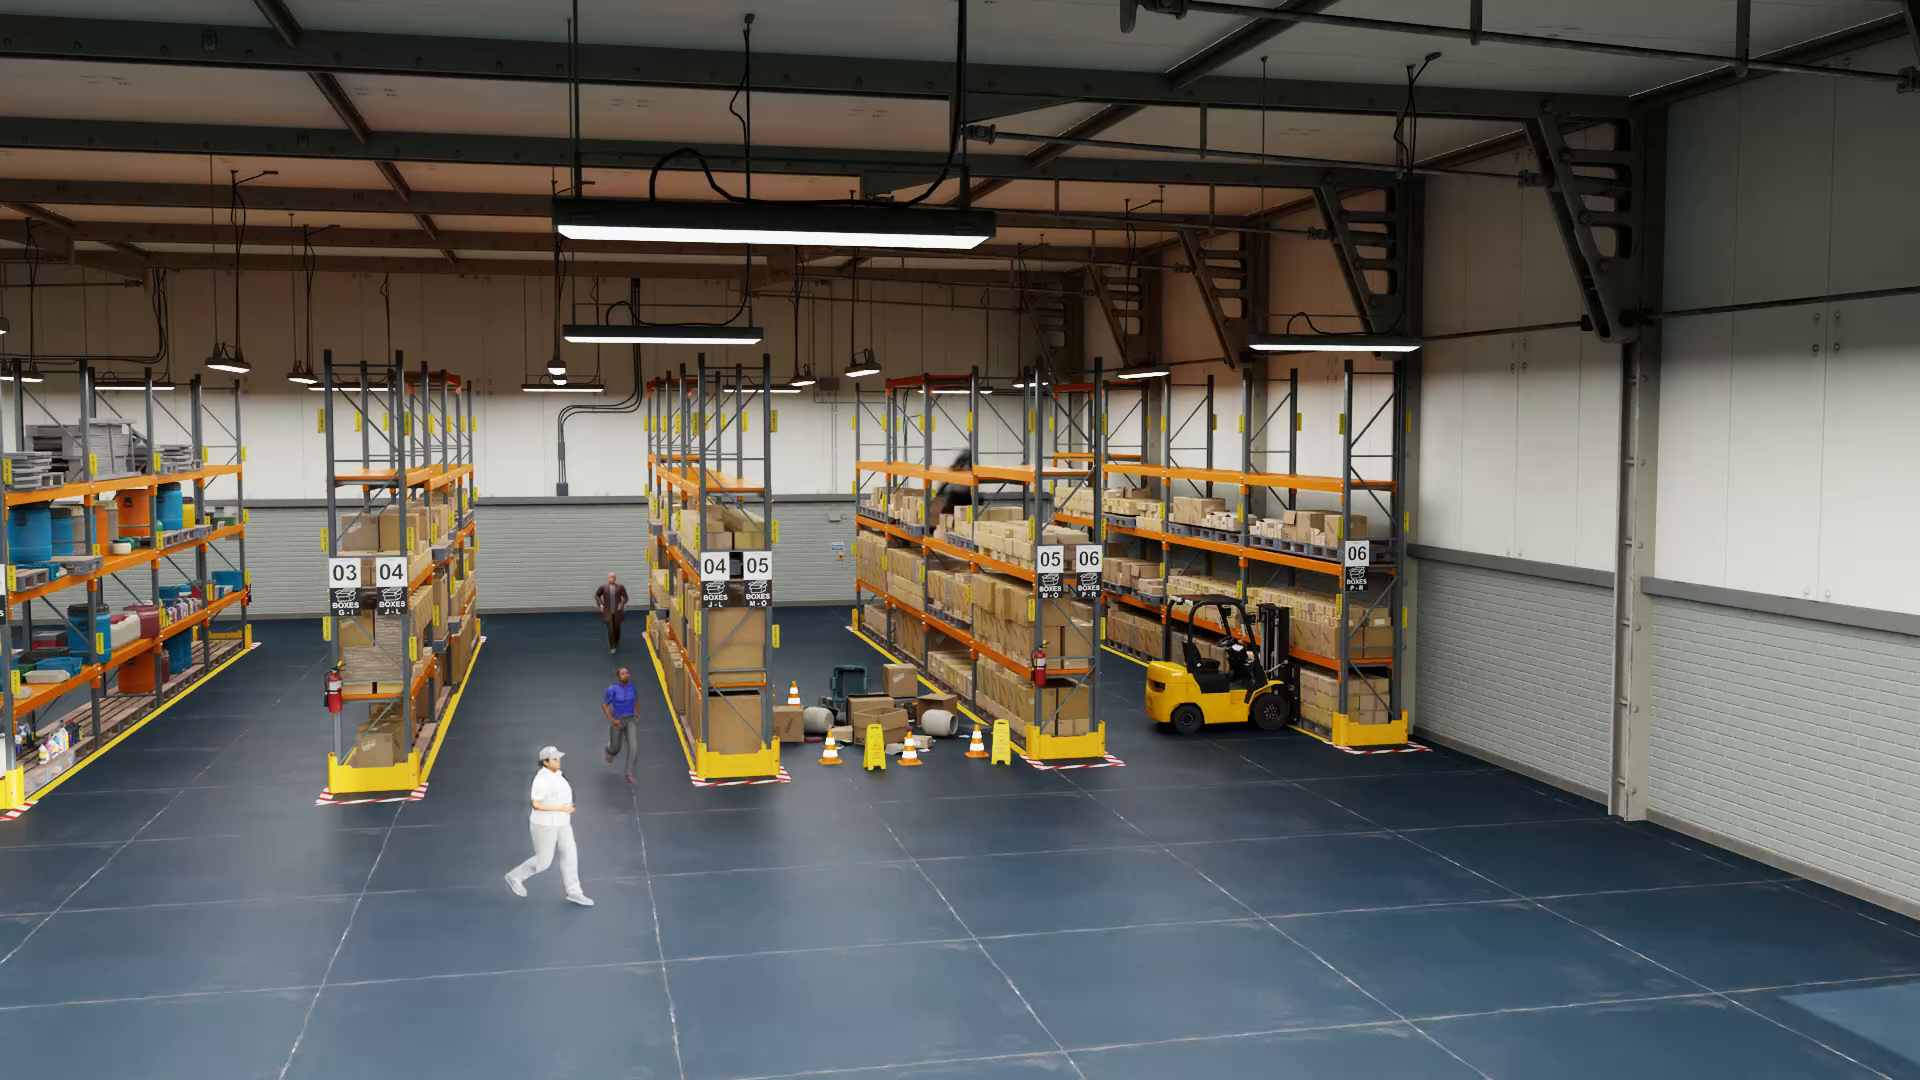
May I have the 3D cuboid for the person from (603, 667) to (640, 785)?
[{"bbox_3d":[-4.763,2.542,23.439,0.568,1.534,0.711,-2,5,-30],"label":"person"}]

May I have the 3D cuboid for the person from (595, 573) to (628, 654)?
[{"bbox_3d":[-7.643,1.590,36.486,0.720,1.762,0.795,-1,4,-15],"label":"person"}]

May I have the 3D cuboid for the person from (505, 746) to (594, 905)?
[{"bbox_3d":[-4.275,2.966,17.270,0.931,1.667,0.611,1,4,14],"label":"person"}]
